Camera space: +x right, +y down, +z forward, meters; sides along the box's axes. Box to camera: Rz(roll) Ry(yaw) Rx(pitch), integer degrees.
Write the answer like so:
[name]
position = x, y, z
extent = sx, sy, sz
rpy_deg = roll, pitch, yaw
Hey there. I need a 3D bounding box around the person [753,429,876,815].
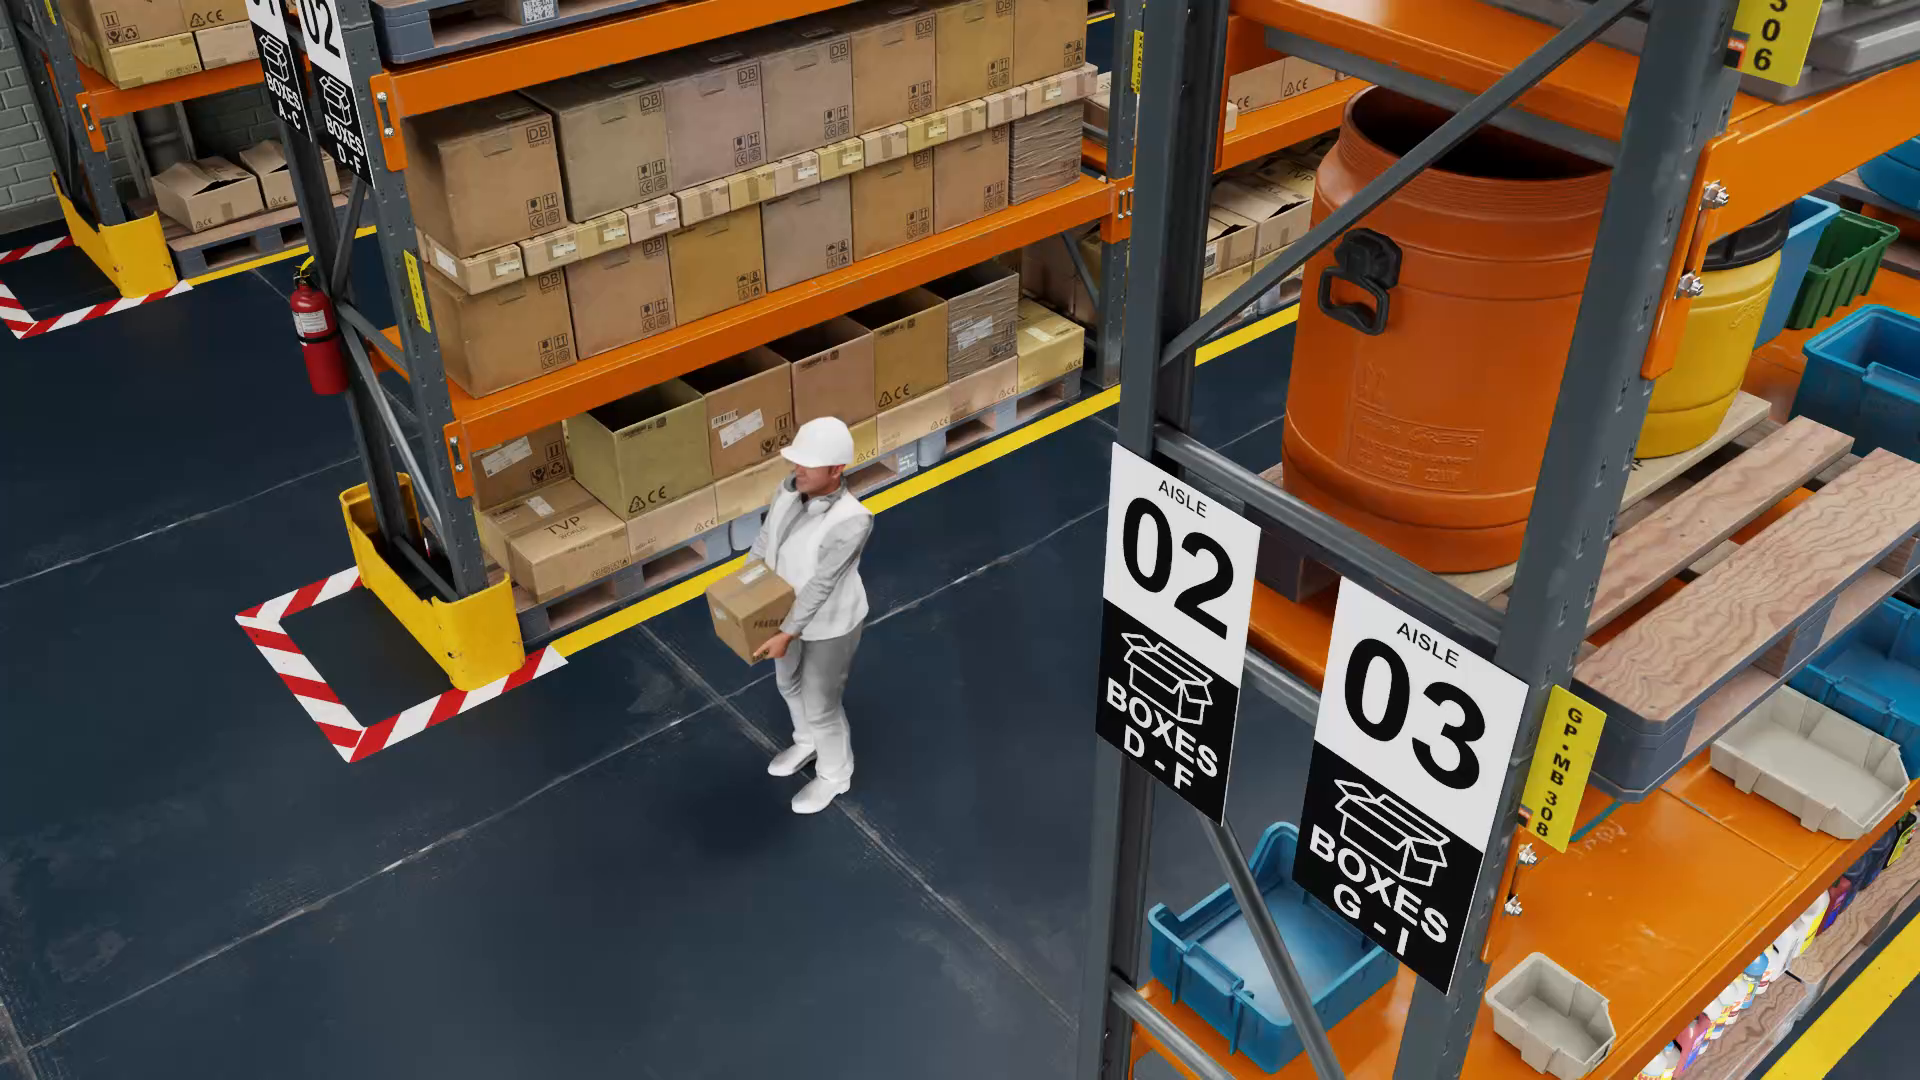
[person]
position = -0.579, 0.302, 6.634
extent = 0.466, 1.773, 0.592
rpy_deg = -28, 44, -33
